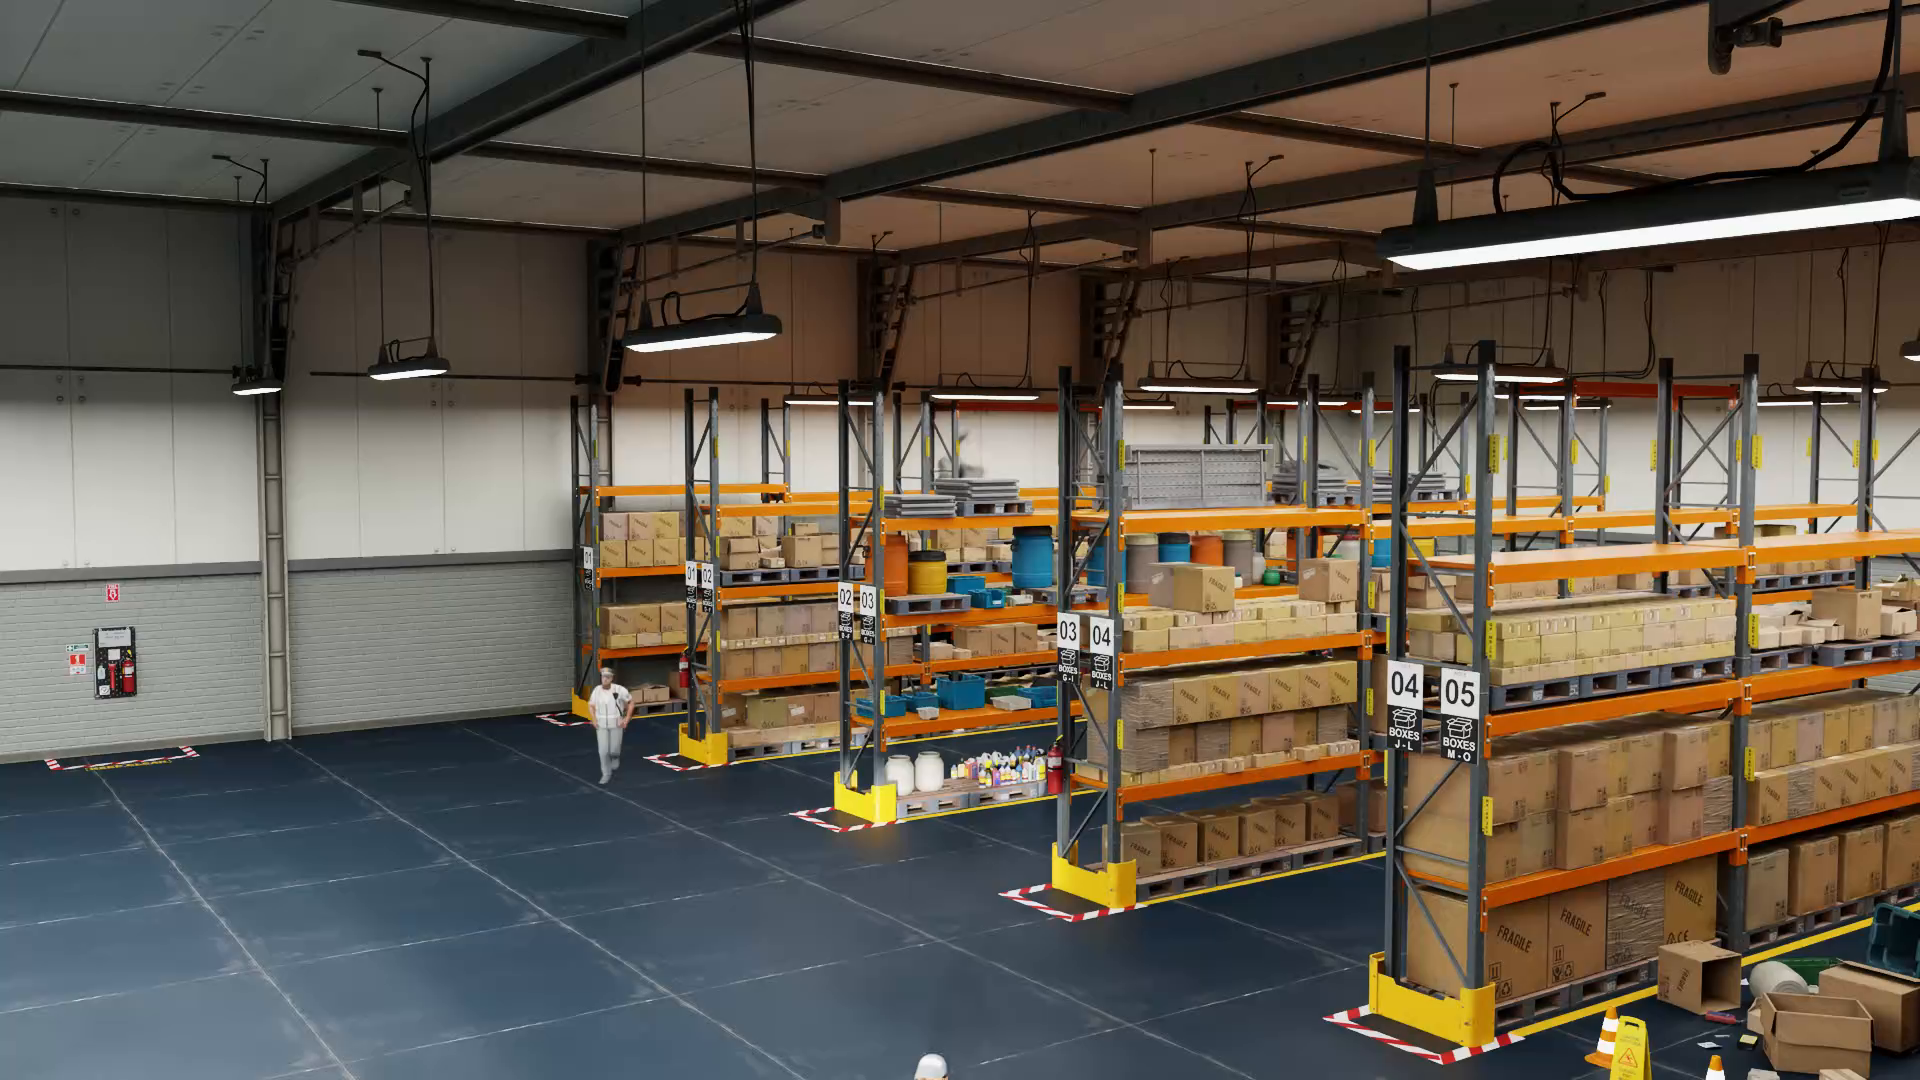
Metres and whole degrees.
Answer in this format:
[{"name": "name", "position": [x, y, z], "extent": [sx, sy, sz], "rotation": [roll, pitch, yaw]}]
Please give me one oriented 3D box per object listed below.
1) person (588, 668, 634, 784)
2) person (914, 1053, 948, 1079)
[{"name": "person", "position": [-5.292, 2.790, 25.193], "extent": [0.683, 1.763, 0.653], "rotation": [0, 3, -1]}, {"name": "person", "position": [-0.147, 3.774, 9.665], "extent": [0.590, 1.637, 0.523], "rotation": [0, 3, 7]}]
